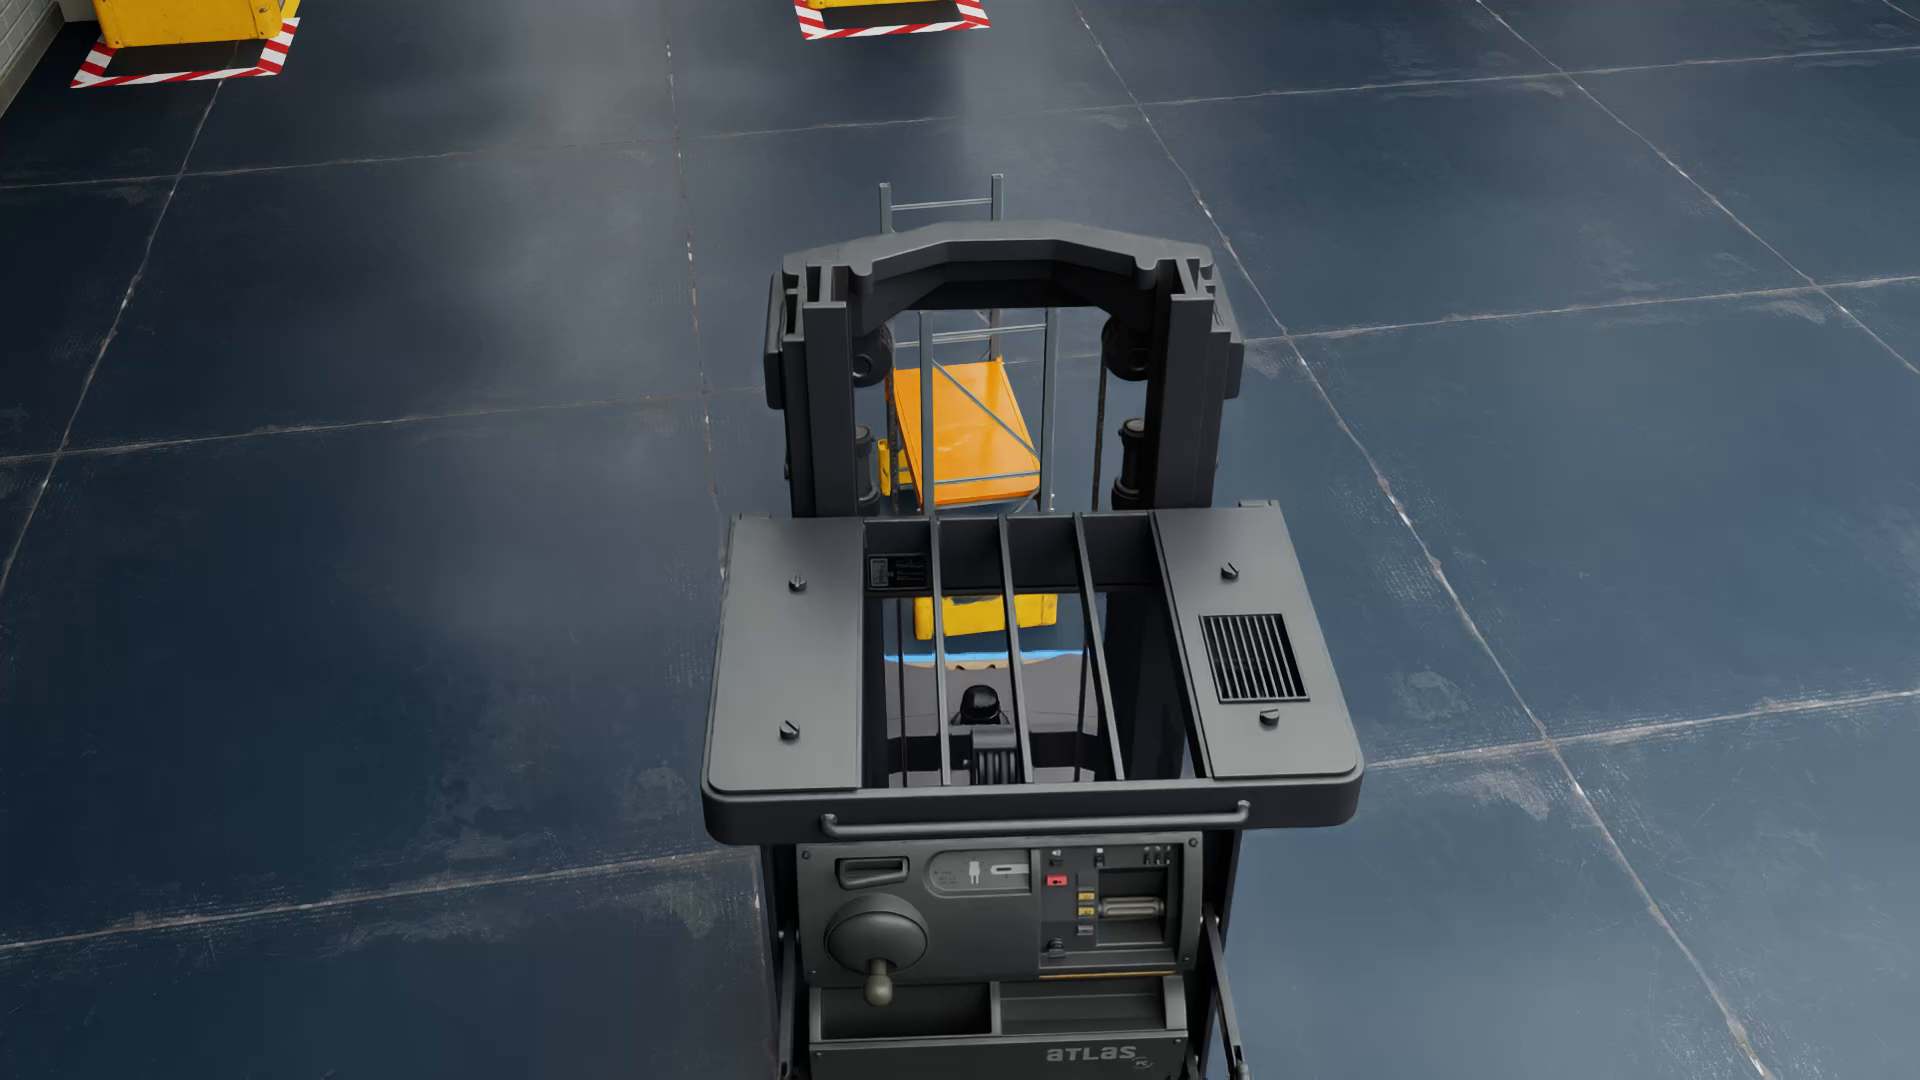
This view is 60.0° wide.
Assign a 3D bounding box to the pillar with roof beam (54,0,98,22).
[{"bbox_3d":[-2.194,-7.921,10.111,9.100,9.000,0.400,-6,38,-8],"label":"pillar with roof beam"}]

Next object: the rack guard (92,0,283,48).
[{"bbox_3d":[-5.472,-3.818,11.757,1.175,0.500,0.348,-6,38,-8],"label":"rack guard"}]

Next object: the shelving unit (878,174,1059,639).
[{"bbox_3d":[0.013,-0.546,6.731,0.587,1.500,1.083,-6,38,-8],"label":"shelving unit"}]

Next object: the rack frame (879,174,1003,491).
[{"bbox_3d":[-0.074,-0.848,7.119,0.500,1.500,0.032,-6,38,-8],"label":"rack frame"}]

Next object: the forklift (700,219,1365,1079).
[{"bbox_3d":[0.104,0.931,3.663,1.130,2.935,3.031,-2,38,-2],"label":"forklift"}]

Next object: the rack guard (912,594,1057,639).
[{"bbox_3d":[0.101,0.248,6.727,0.587,0.250,0.087,-6,38,-8],"label":"rack guard"}]

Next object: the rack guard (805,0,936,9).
[{"bbox_3d":[-0.578,-4.292,12.368,1.175,0.500,0.348,-6,38,-8],"label":"rack guard"}]

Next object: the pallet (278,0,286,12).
[{"bbox_3d":[-5.579,-4.198,12.482,1.003,0.211,1.213,-6,38,-8],"label":"pallet"}]

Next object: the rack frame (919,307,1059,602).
[{"bbox_3d":[0.104,-0.234,6.328,0.500,1.500,0.032,-6,38,-8],"label":"rack frame"}]

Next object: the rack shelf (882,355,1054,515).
[{"bbox_3d":[0.015,-0.399,6.834,0.538,0.185,1.000,-6,38,-8],"label":"rack shelf"}]

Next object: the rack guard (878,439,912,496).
[{"bbox_3d":[-0.074,-0.353,7.501,0.587,0.250,0.087,-6,38,-8],"label":"rack guard"}]
